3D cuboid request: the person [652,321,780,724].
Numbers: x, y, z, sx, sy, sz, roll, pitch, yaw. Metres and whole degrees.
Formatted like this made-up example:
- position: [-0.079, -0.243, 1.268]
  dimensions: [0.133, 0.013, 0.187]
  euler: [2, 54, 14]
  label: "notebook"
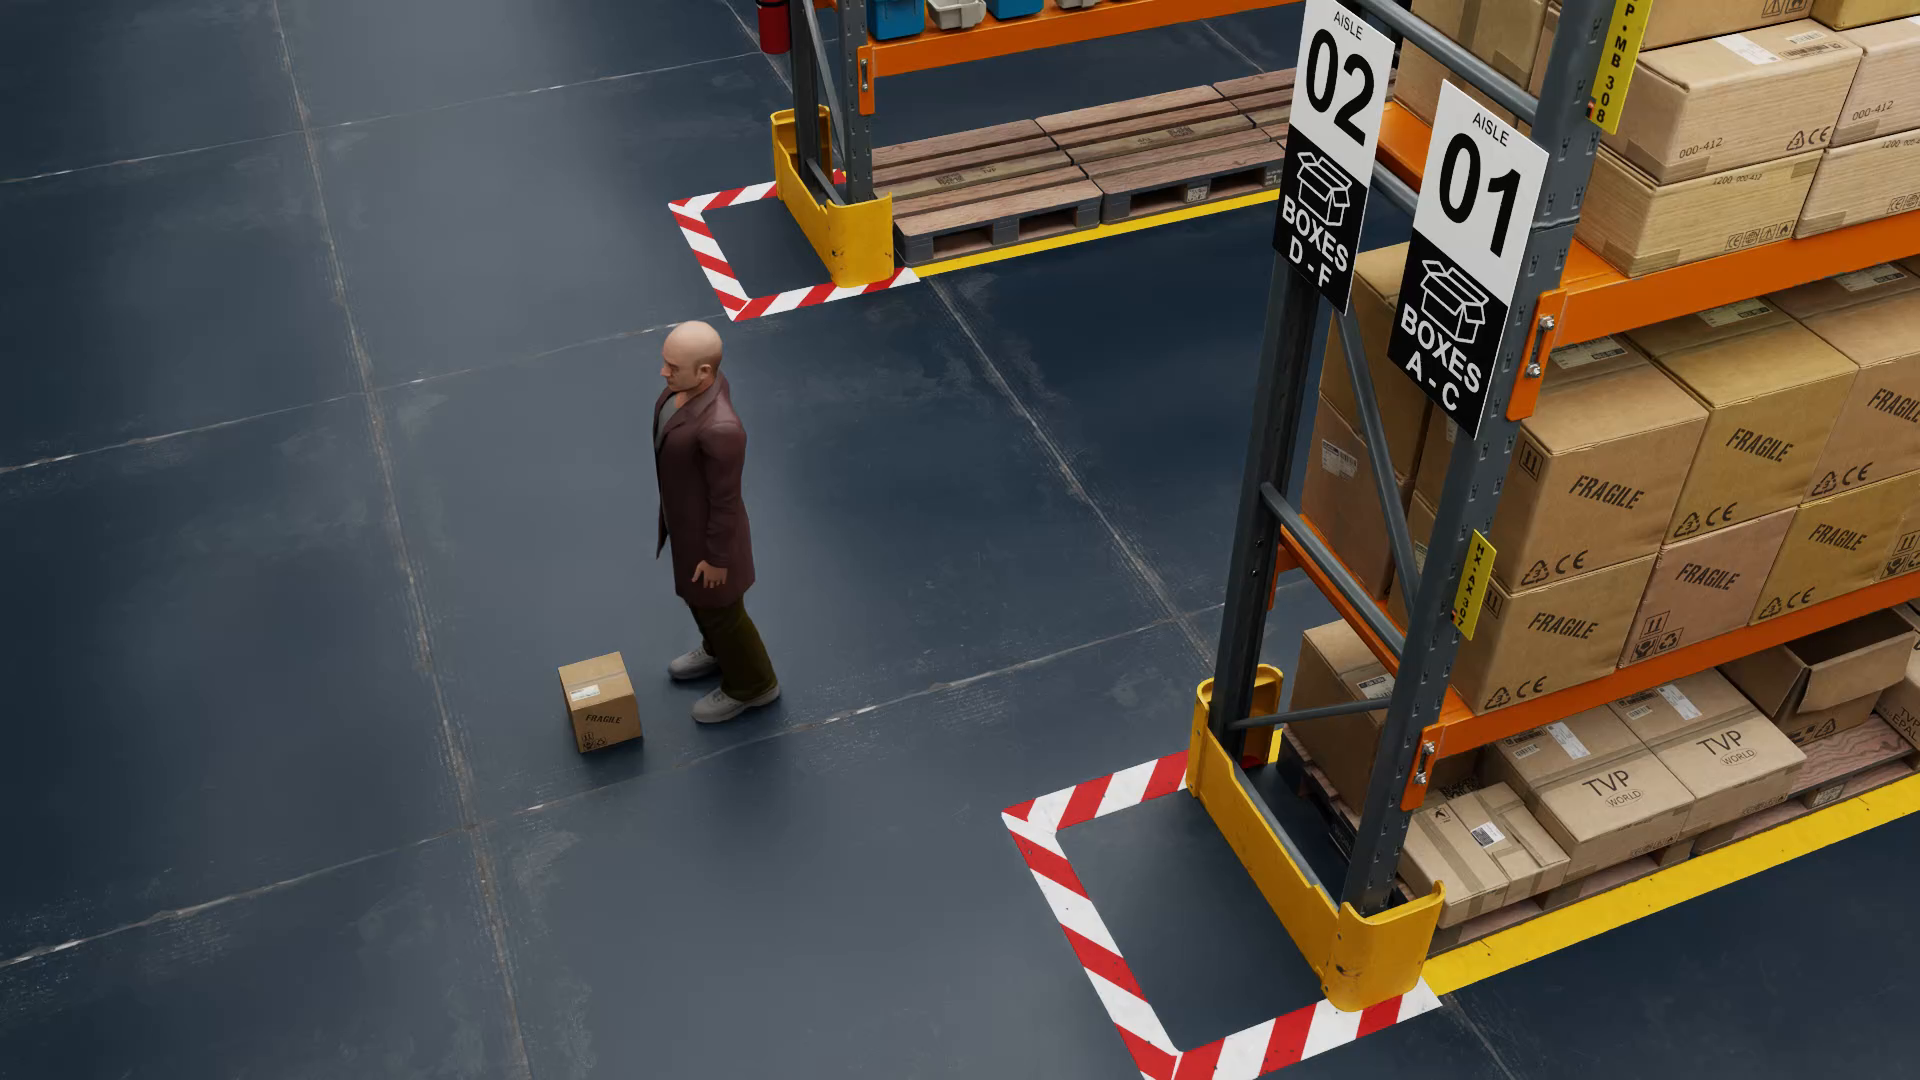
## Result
- position: [-0.959, -0.052, 6.233]
  dimensions: [0.404, 1.777, 0.560]
  euler: [-14, 43, -16]
  label: "person"
